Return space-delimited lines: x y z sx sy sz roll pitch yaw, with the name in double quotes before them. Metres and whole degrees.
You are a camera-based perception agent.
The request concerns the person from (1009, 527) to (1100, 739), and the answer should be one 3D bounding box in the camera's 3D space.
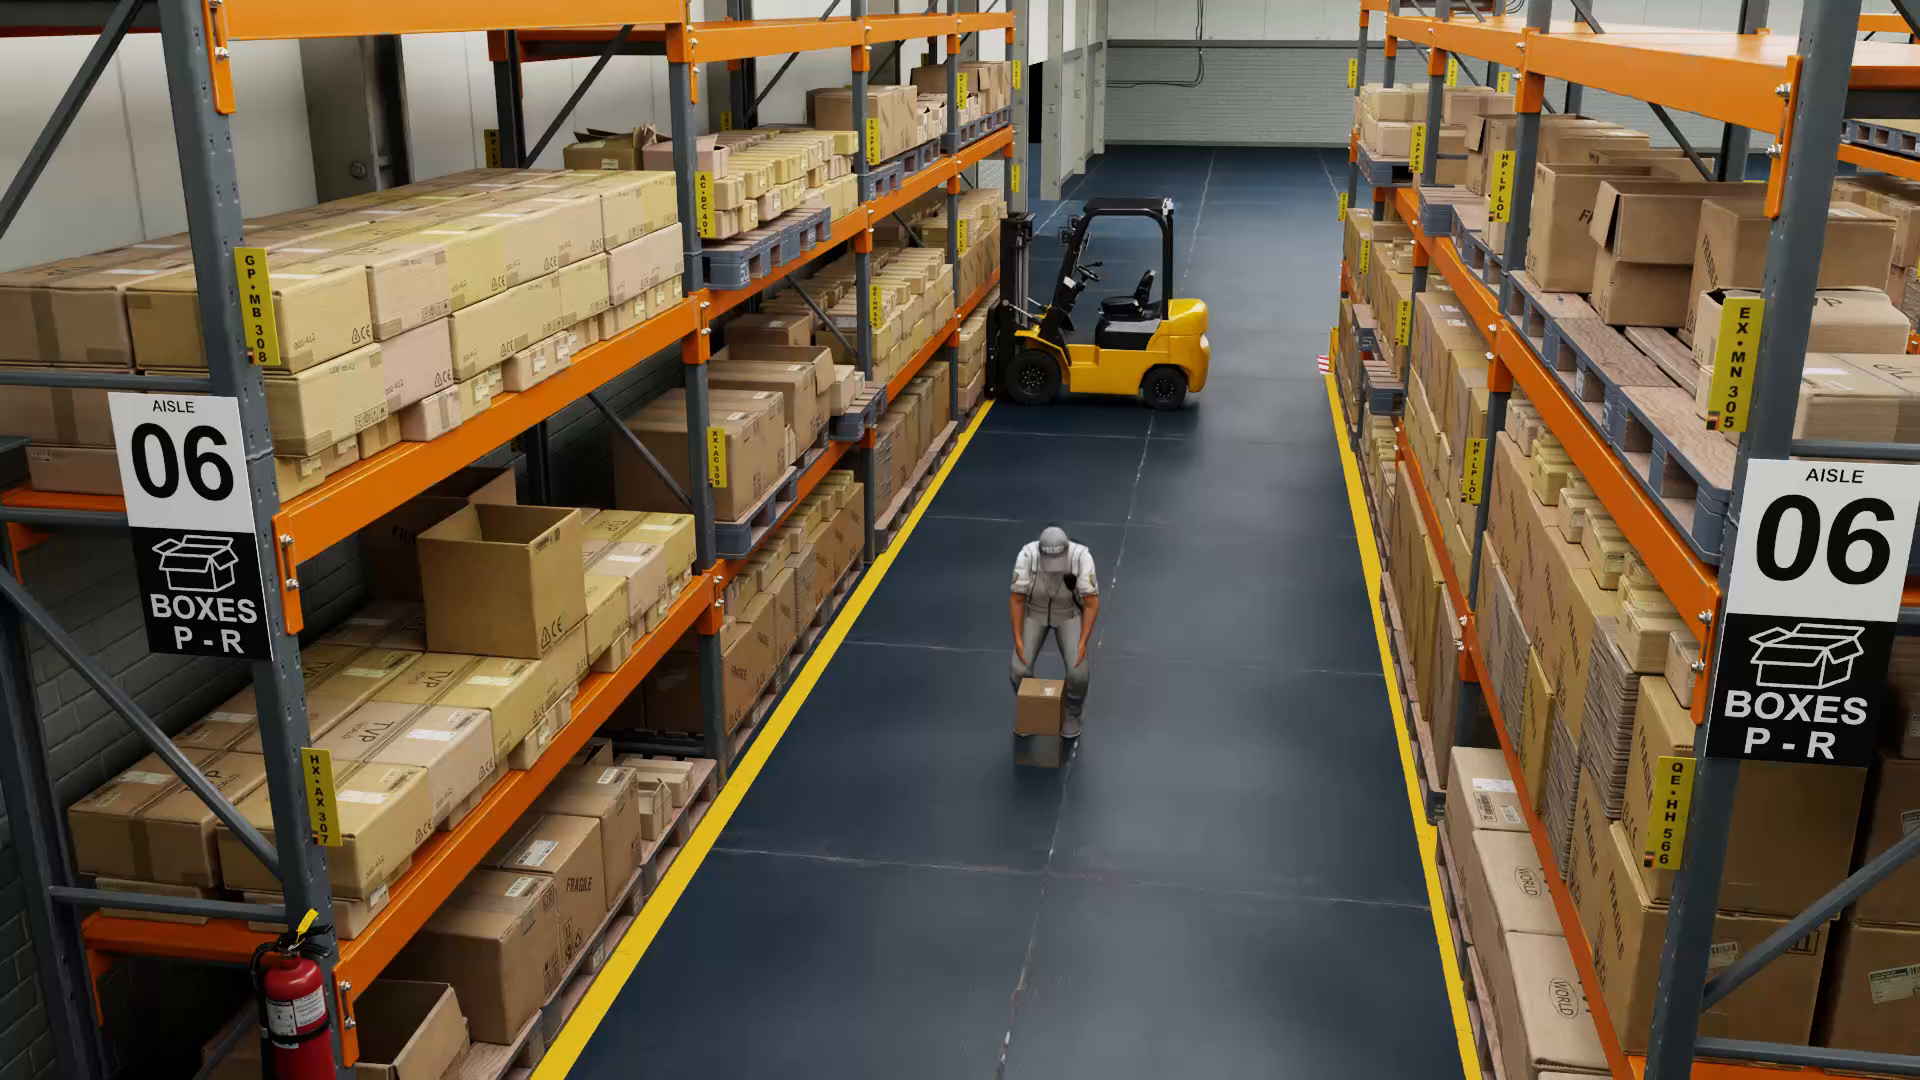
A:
"person" 0.570 0.515 9.945 0.534 1.379 0.727 3 18 9
